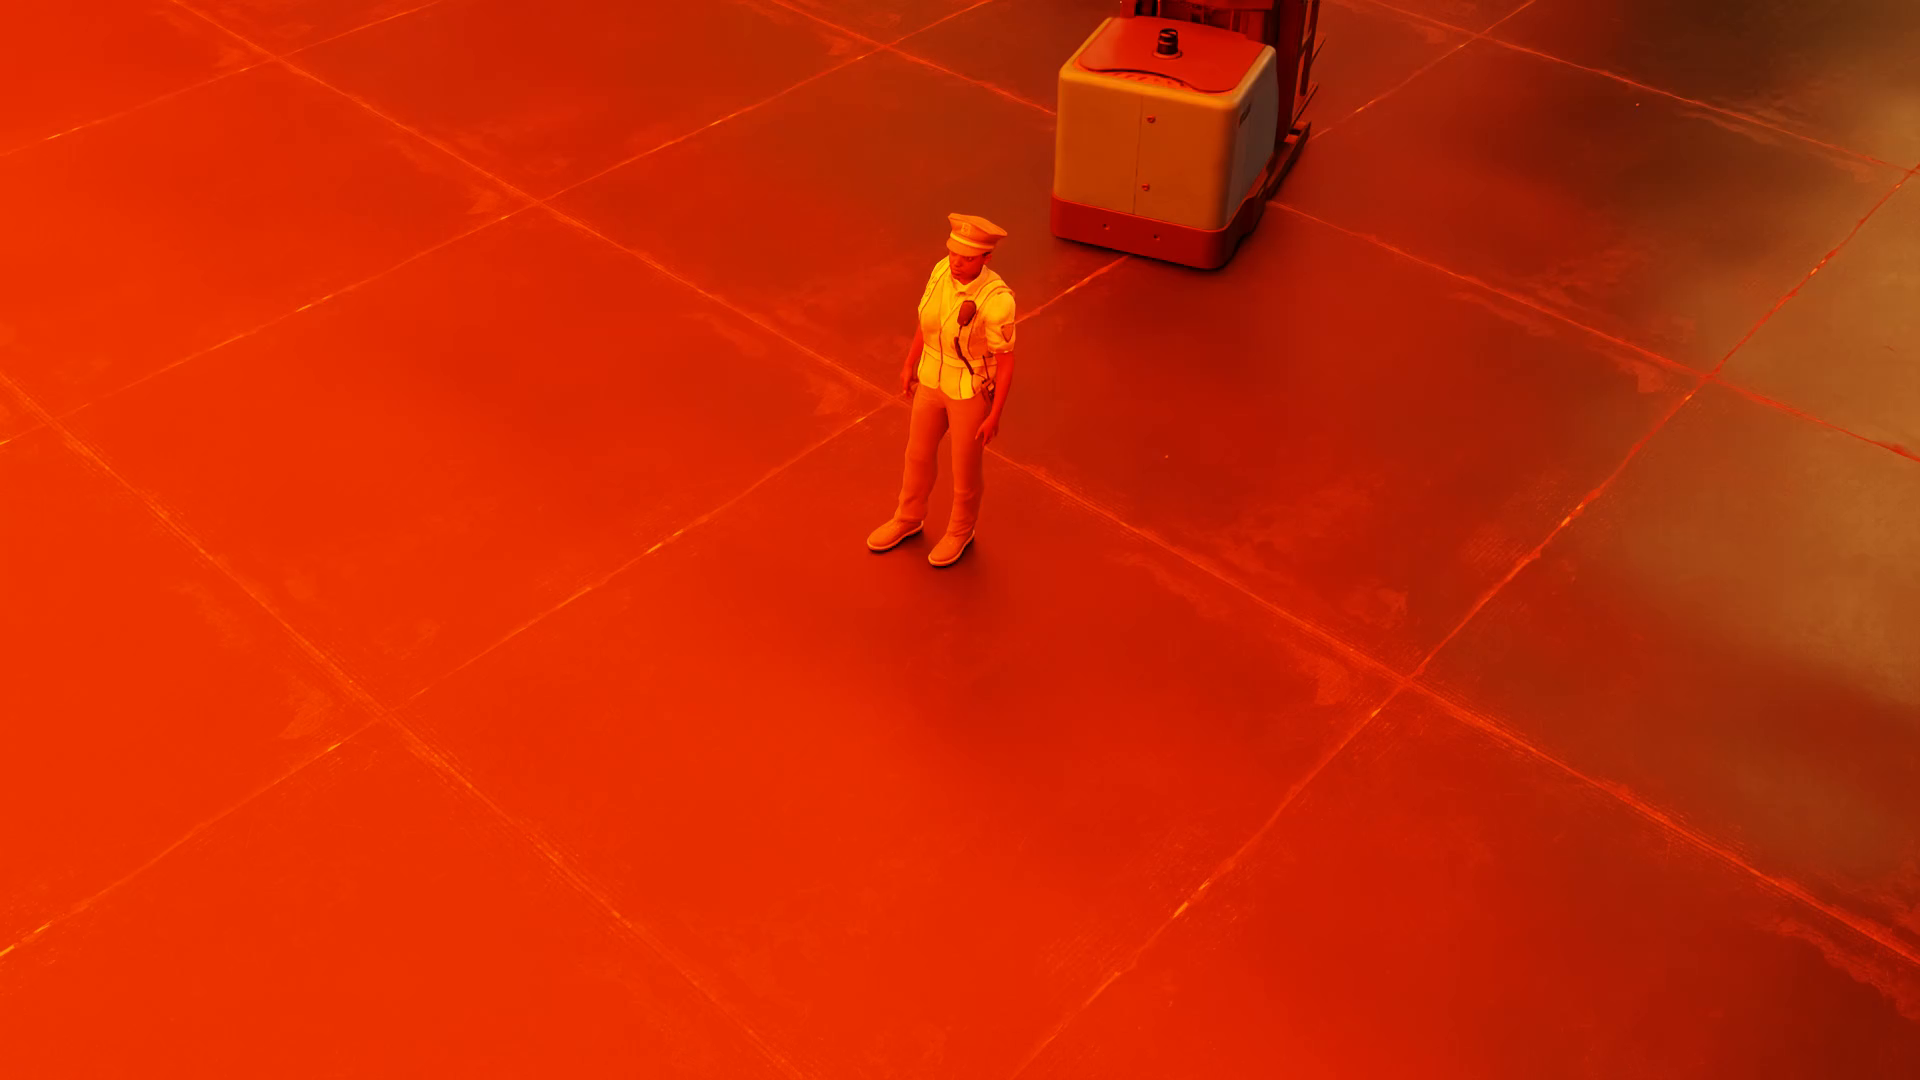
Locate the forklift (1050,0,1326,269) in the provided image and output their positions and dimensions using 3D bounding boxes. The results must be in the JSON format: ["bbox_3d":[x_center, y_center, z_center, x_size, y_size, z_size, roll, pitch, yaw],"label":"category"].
[{"bbox_3d":[1.582,-3.596,9.620,1.130,2.935,3.031,16,43,18],"label":"forklift"}]

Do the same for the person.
[{"bbox_3d":[-0.066,-0.620,7.092,0.569,1.692,0.528,31,49,31],"label":"person"}]
